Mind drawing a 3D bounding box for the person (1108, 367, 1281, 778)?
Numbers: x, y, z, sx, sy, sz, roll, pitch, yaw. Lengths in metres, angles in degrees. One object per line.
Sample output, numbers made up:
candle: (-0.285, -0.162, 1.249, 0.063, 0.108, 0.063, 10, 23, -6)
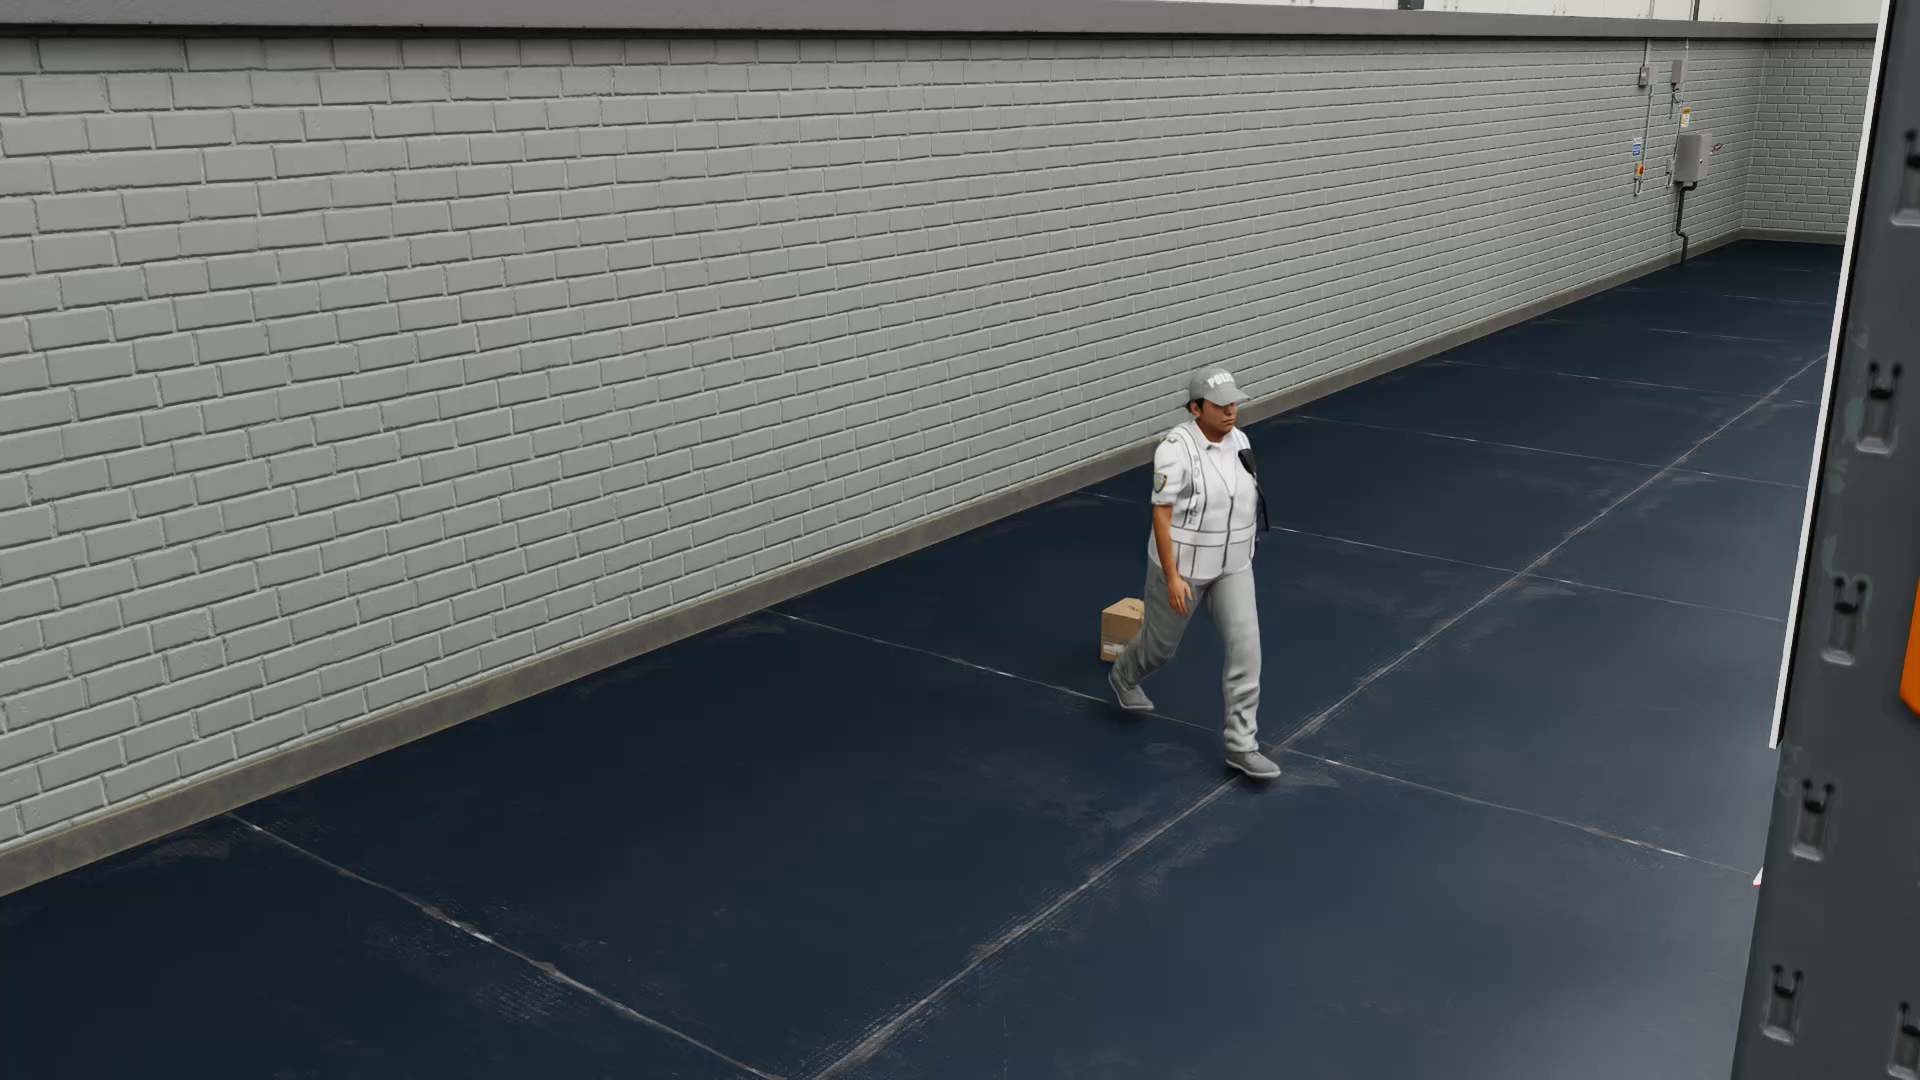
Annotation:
person: (0.966, 0.089, 6.753, 0.479, 1.616, 1.012, -7, 18, -22)
